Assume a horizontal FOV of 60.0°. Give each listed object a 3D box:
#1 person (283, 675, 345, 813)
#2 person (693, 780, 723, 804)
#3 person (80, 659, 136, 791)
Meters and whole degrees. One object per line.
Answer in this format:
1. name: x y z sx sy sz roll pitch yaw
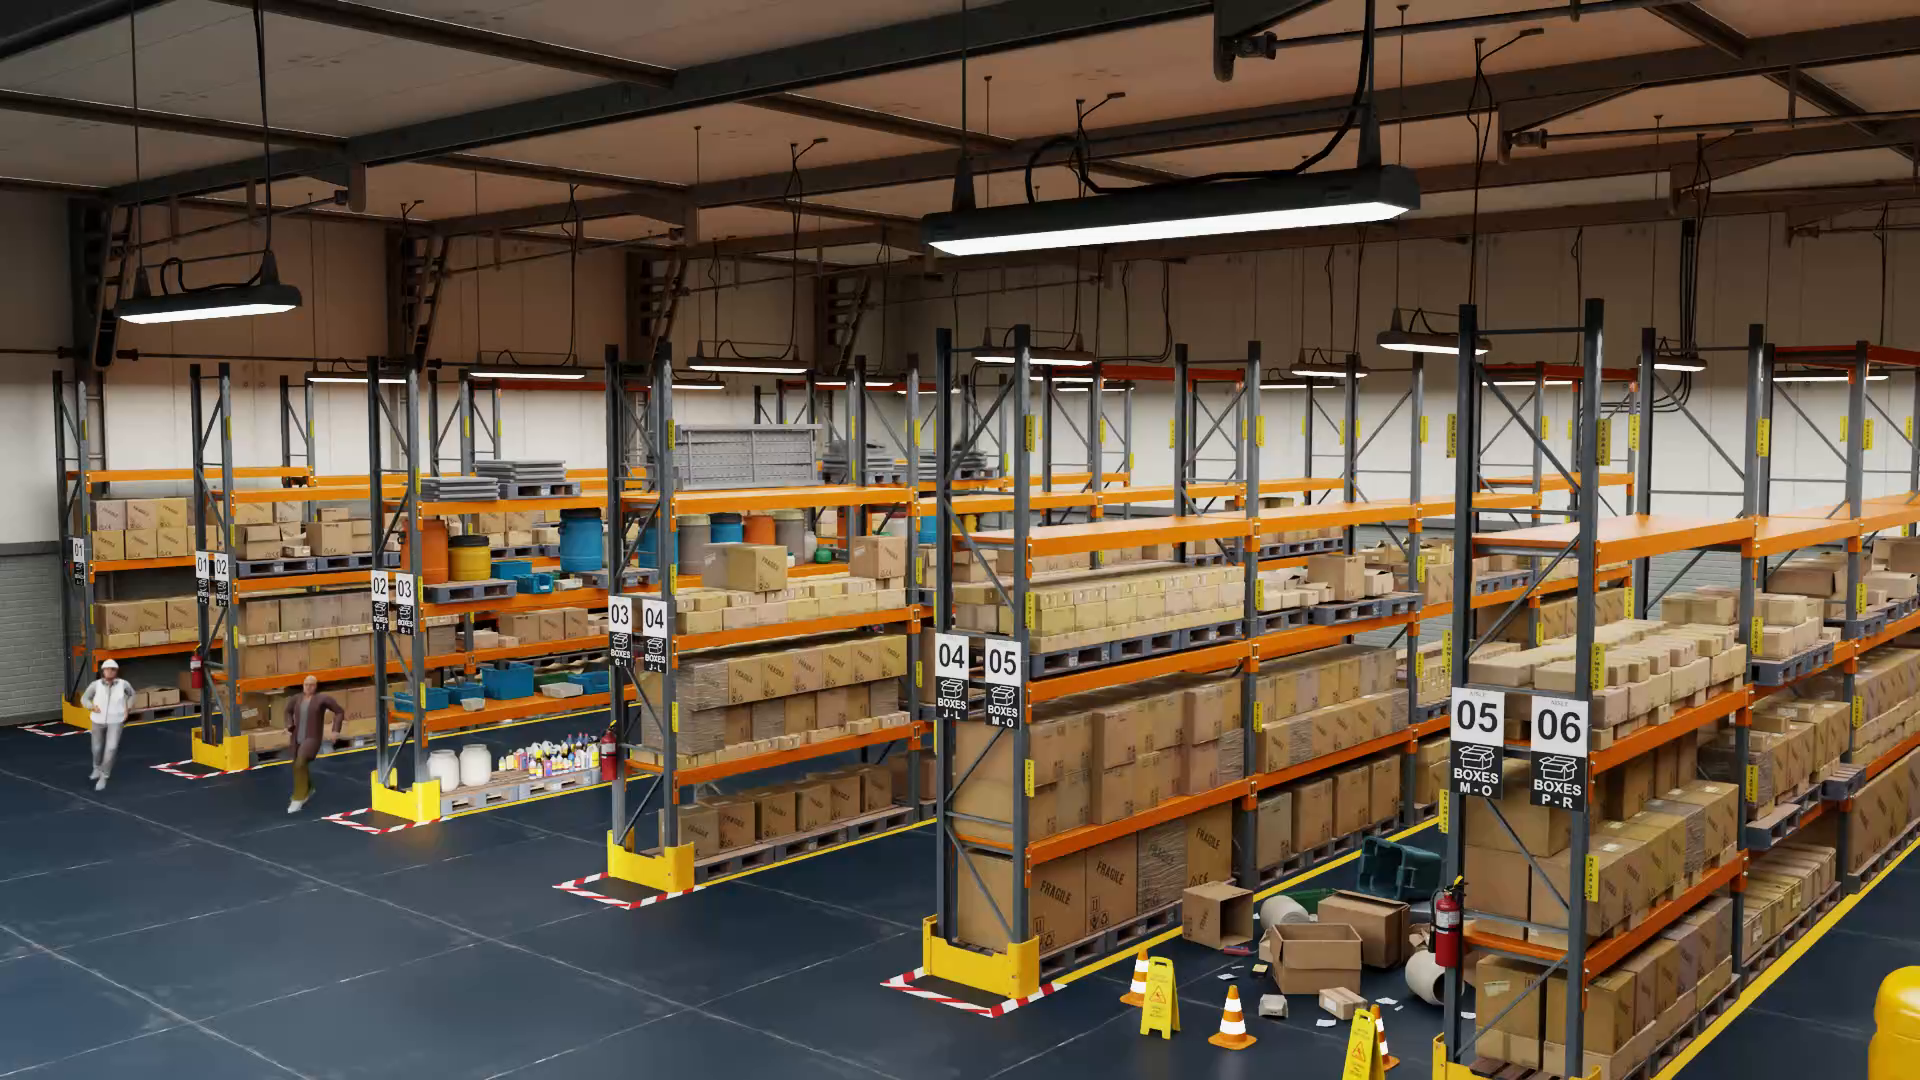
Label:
1. person: -8.630 2.698 22.136 0.770 1.822 0.737 1 4 13
2. person: -3.270 2.715 21.218 0.686 1.778 0.901 3 5 33
3. person: -12.054 2.576 23.539 0.691 1.784 0.888 -2 4 -21
